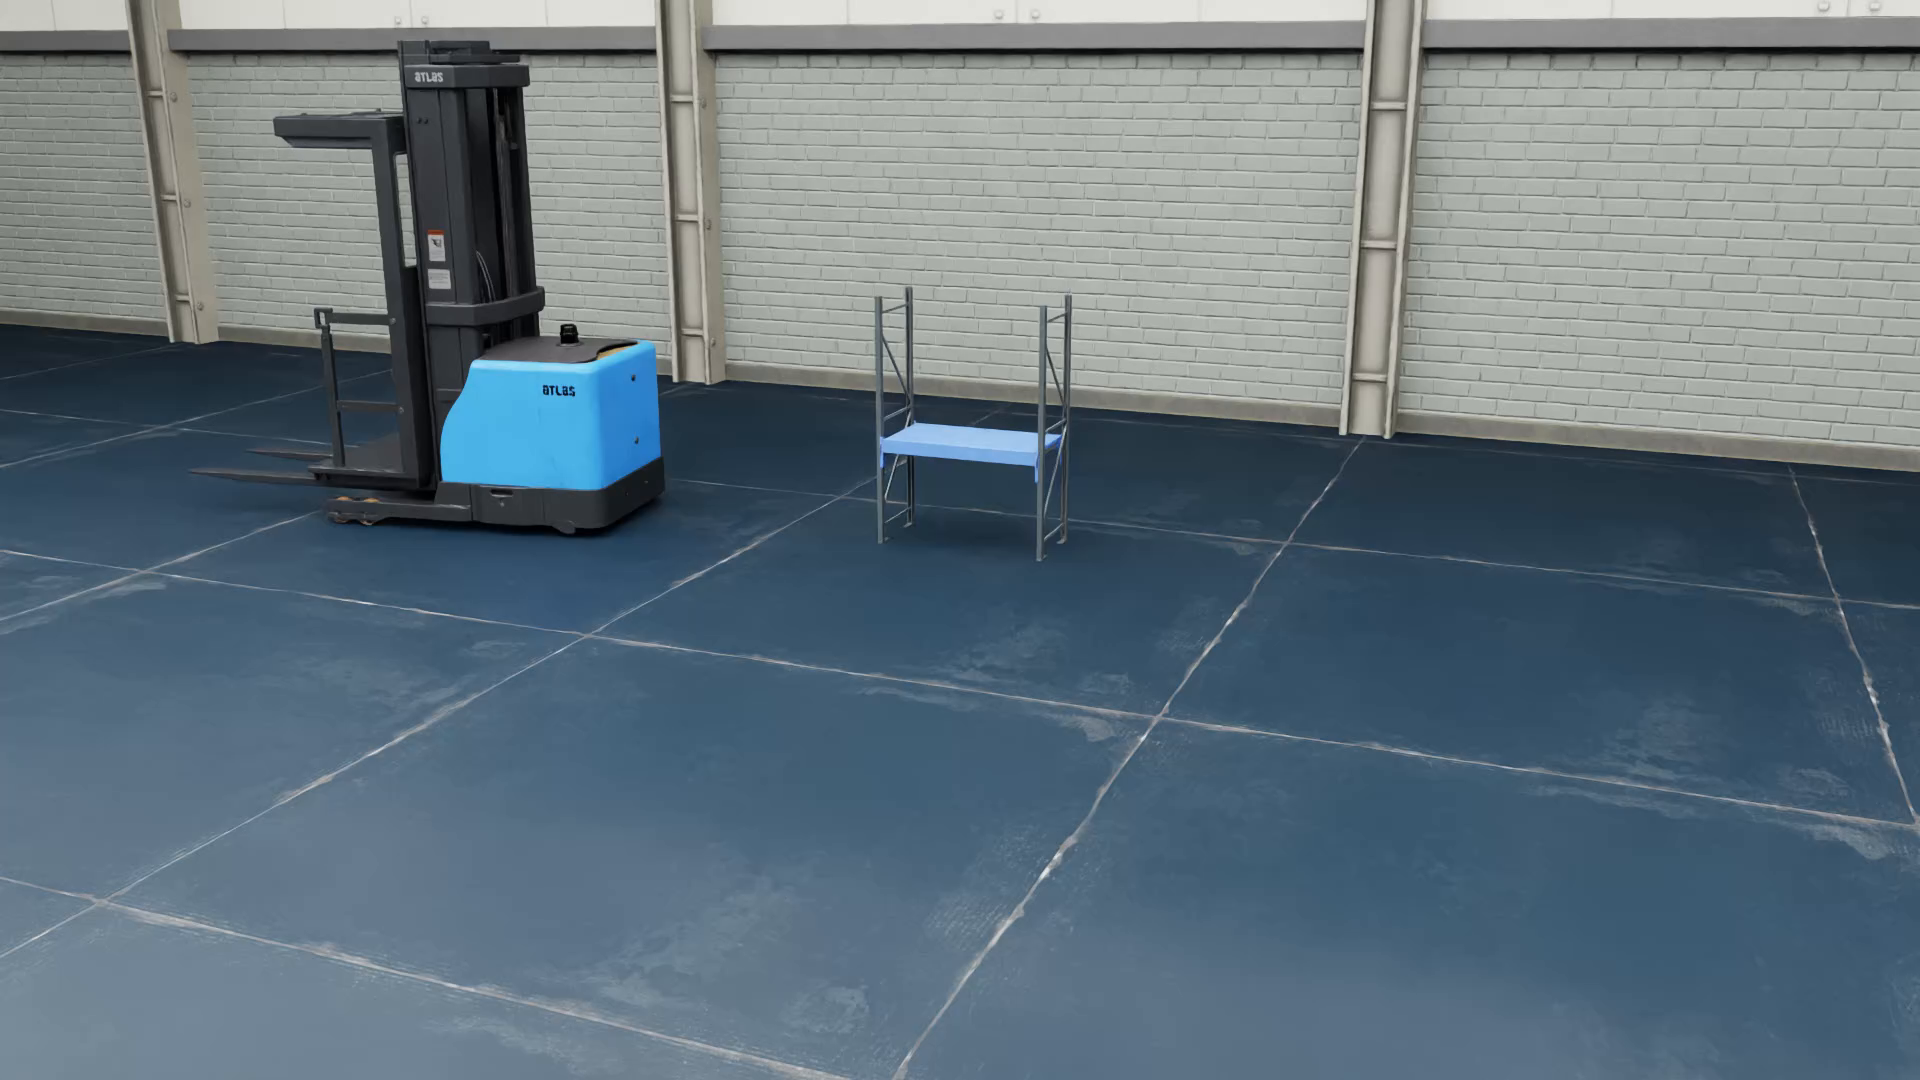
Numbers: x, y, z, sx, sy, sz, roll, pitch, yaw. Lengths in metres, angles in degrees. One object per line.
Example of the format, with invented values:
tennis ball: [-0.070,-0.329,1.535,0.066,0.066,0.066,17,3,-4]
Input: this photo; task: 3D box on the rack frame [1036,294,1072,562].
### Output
rack frame: [0.552,-0.660,9.755,0.032,1.500,0.500,6,17,21]

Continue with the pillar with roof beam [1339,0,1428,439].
pillar with roof beam: [1.626,-4.049,7.981,0.400,9.000,9.100,6,17,21]

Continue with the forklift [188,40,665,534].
forklift: [-3.532,-1.641,10.570,3.031,2.935,1.130,4,17,13]

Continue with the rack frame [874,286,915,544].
rack frame: [-0.394,-0.764,10.114,0.032,1.500,0.500,6,17,21]

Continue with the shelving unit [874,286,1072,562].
shelving unit: [0.079,-0.712,9.934,1.048,1.500,0.538,6,17,21]

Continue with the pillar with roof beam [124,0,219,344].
pillar with roof beam: [-9.537,-5.277,12.209,0.400,9.000,9.100,6,17,21]

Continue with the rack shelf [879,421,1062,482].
rack shelf: [0.079,-0.539,9.985,1.000,0.185,0.538,6,17,21]

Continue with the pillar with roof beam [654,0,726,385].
pillar with roof beam: [-3.956,-4.663,10.095,0.400,9.000,9.100,6,17,21]
